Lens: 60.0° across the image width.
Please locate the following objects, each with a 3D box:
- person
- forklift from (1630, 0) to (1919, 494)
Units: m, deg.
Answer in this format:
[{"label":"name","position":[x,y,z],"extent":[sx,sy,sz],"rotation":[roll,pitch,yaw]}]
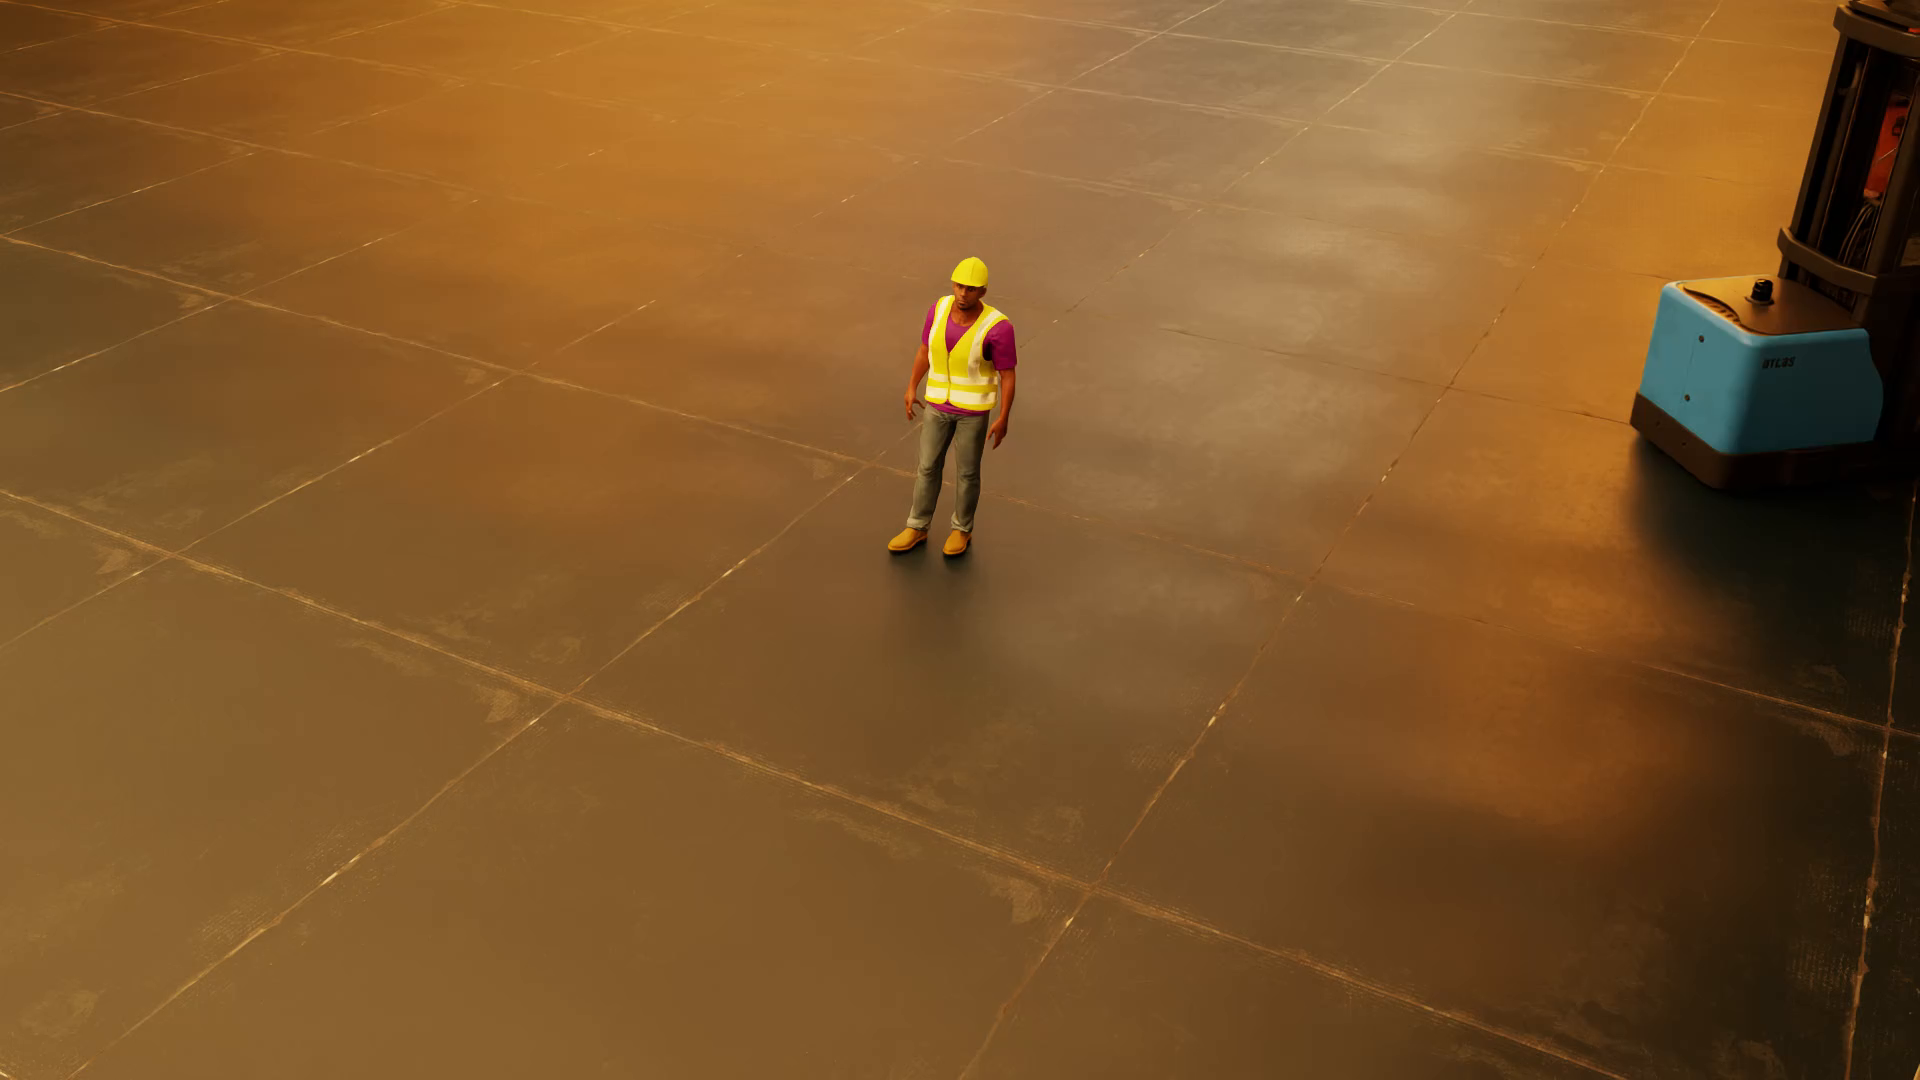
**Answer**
[{"label":"person","position":[-0.039,-0.743,9.508],"extent":[0.665,1.765,0.577],"rotation":[15,33,25]},{"label":"forklift","position":[6.088,-1.920,10.397],"extent":[3.031,2.935,1.130],"rotation":[-6,31,-10]}]
